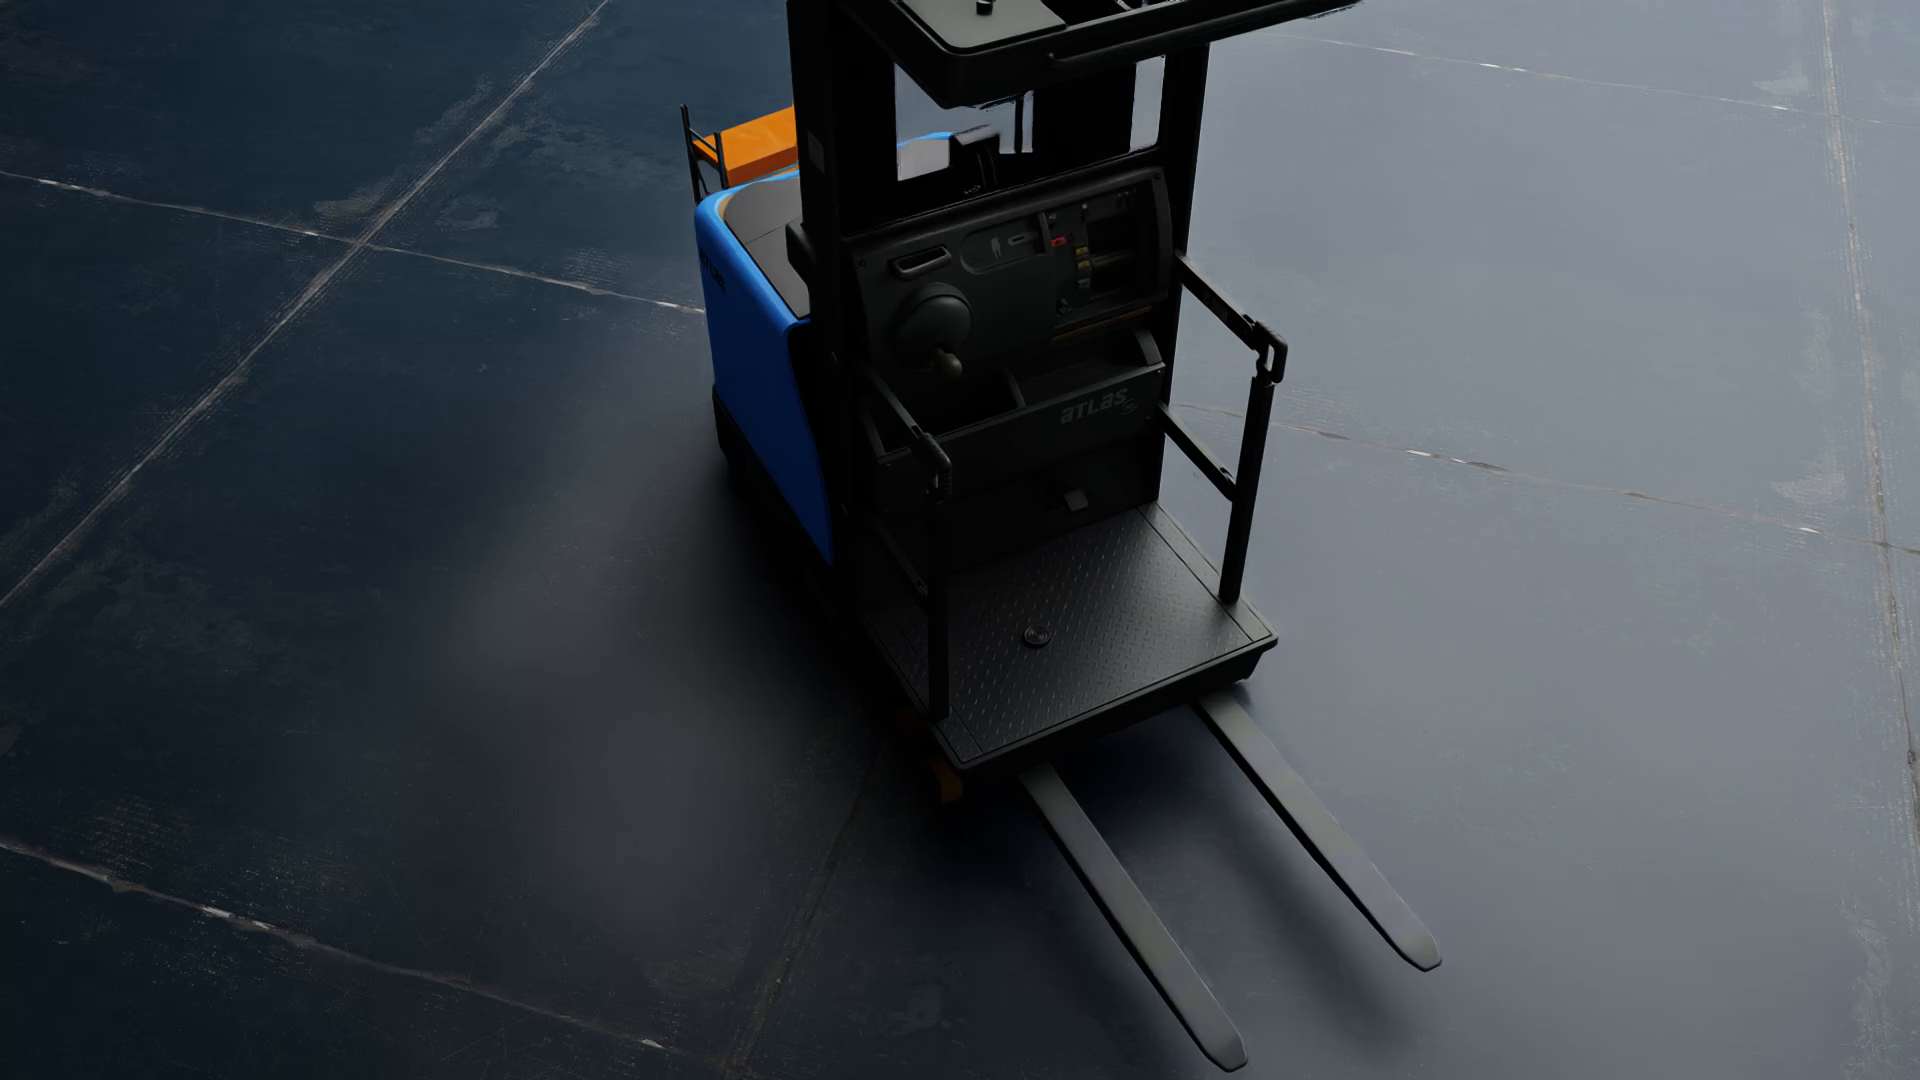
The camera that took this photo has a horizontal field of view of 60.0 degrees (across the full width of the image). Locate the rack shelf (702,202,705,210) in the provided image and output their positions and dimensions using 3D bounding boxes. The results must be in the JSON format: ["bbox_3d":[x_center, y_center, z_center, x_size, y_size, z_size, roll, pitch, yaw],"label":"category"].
[{"bbox_3d":[-0.636,-1.136,5.829,0.480,0.148,0.258,-24,49,-23],"label":"rack shelf"}]

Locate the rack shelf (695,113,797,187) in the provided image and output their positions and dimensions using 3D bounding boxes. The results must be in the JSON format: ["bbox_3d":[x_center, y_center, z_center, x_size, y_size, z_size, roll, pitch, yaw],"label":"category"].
[{"bbox_3d":[-0.636,-1.305,5.664,0.480,0.148,0.258,-24,49,-23],"label":"rack shelf"}]

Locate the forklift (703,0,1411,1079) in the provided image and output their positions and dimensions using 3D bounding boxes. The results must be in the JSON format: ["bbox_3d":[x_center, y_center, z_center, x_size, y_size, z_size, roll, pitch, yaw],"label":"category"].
[{"bbox_3d":[0.226,-0.613,4.281,1.130,2.935,3.031,-18,47,-17],"label":"forklift"}]

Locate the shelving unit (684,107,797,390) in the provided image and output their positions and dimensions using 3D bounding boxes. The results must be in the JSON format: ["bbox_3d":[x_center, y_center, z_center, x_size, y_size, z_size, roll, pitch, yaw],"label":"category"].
[{"bbox_3d":[-0.636,-1.024,5.939,0.503,1.200,0.258,-24,49,-23],"label":"shelving unit"}]

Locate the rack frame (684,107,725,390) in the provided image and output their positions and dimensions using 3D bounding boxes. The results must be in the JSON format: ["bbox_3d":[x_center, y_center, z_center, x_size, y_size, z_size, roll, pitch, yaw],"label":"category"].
[{"bbox_3d":[-0.841,-0.932,5.844,0.015,1.200,0.240,-24,49,-23],"label":"rack frame"}]
